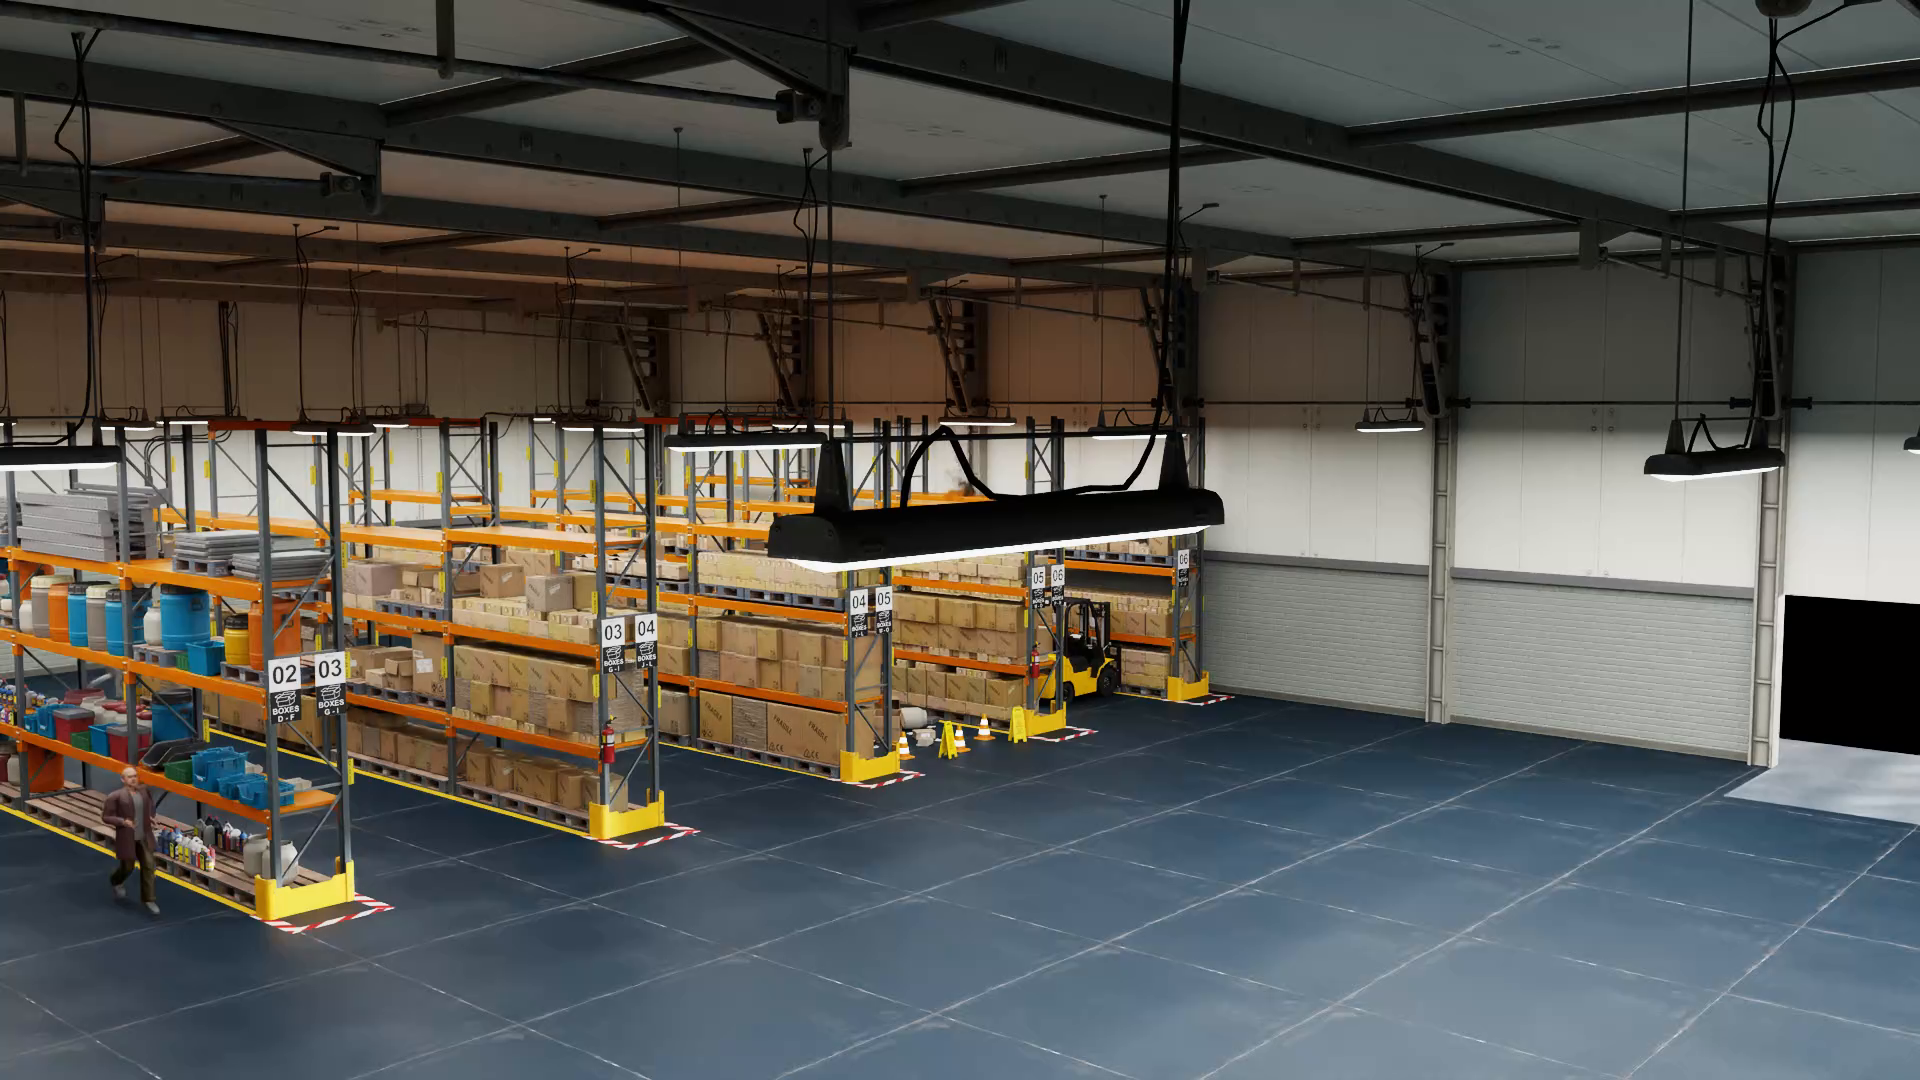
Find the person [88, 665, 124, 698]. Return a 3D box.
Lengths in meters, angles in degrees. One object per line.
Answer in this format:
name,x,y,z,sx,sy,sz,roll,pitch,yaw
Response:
person,-18.183,2.546,35.502,0.824,1.667,0.588,-2,5,-26

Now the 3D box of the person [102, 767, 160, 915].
person,-10.320,3.716,20.738,1.042,1.790,0.710,4,6,39
